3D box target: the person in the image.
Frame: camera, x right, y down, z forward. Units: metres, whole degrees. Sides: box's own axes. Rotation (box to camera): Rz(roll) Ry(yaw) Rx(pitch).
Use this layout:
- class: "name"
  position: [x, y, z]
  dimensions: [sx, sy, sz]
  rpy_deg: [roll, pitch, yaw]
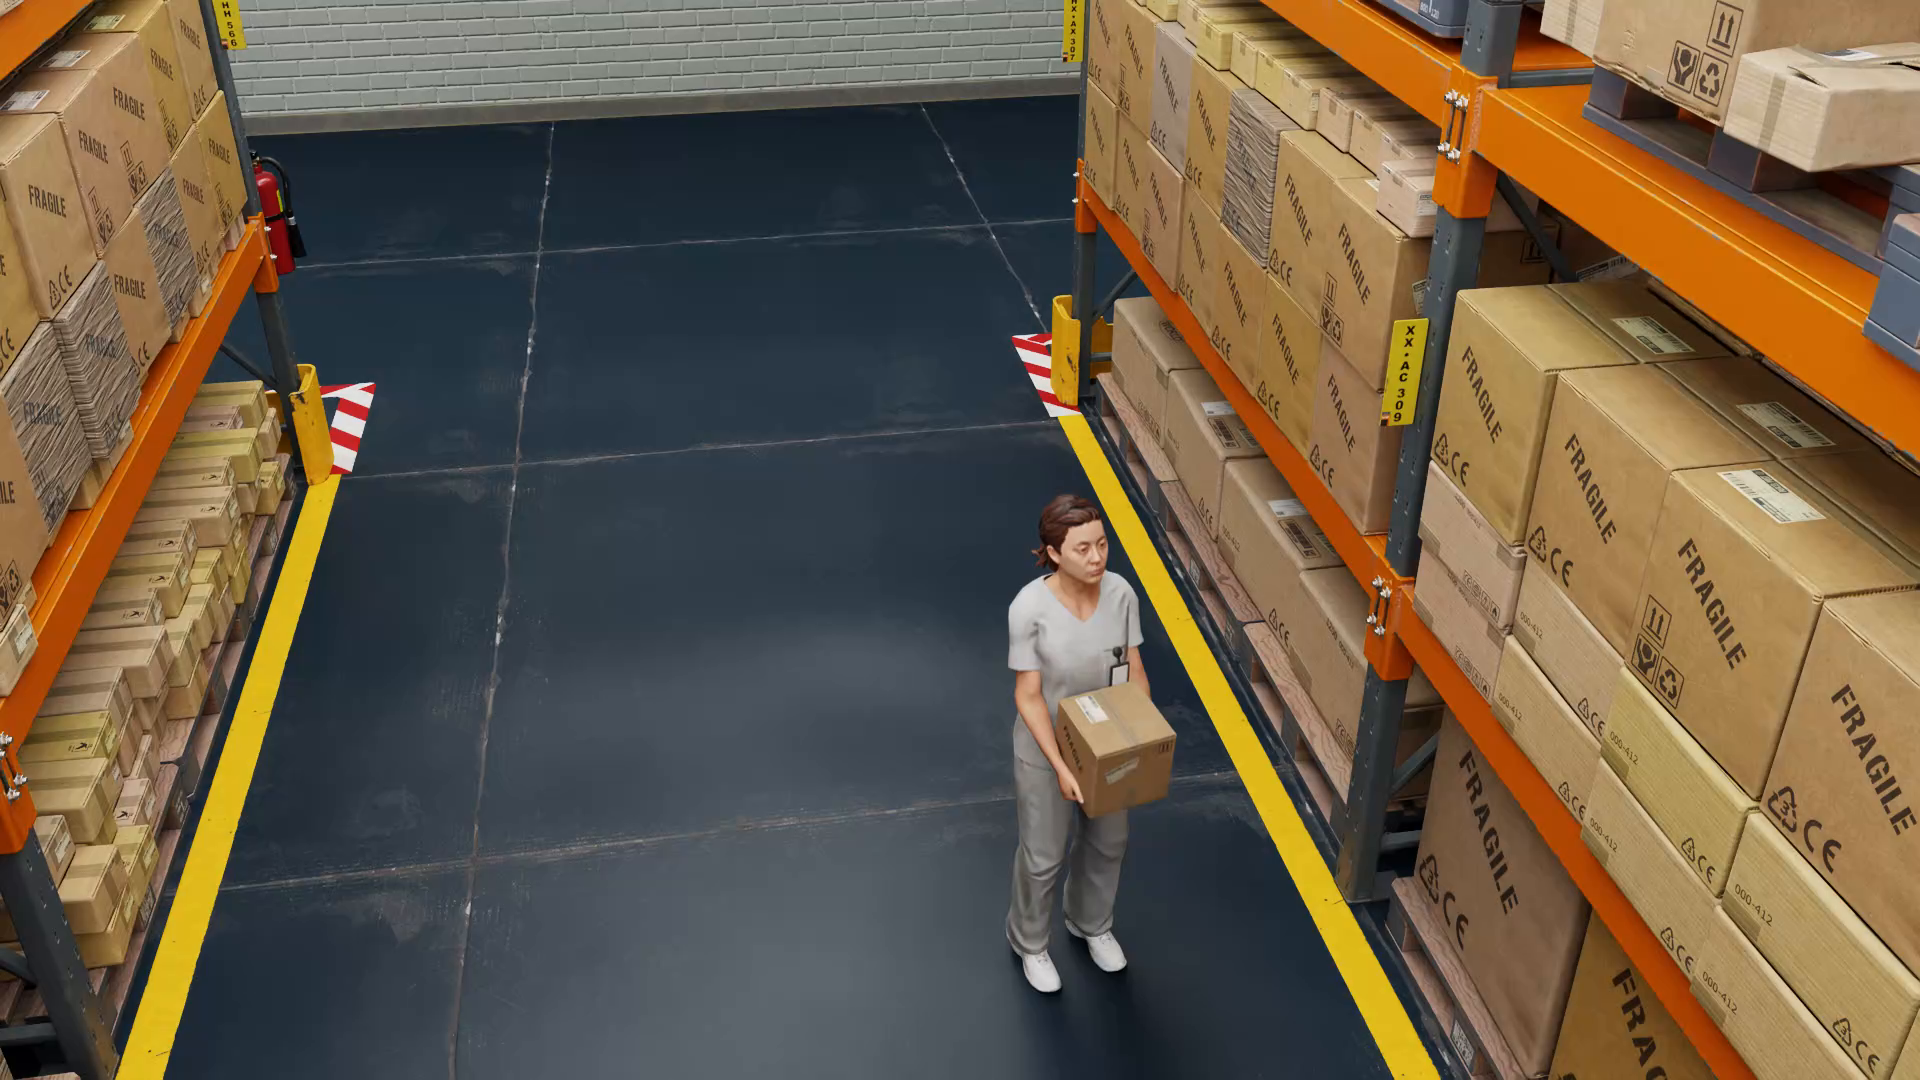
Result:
- class: "person"
  position: [0.368, 0.665, 5.029]
  dimensions: [0.438, 1.662, 0.560]
  rpy_deg: [-12, 33, -20]
